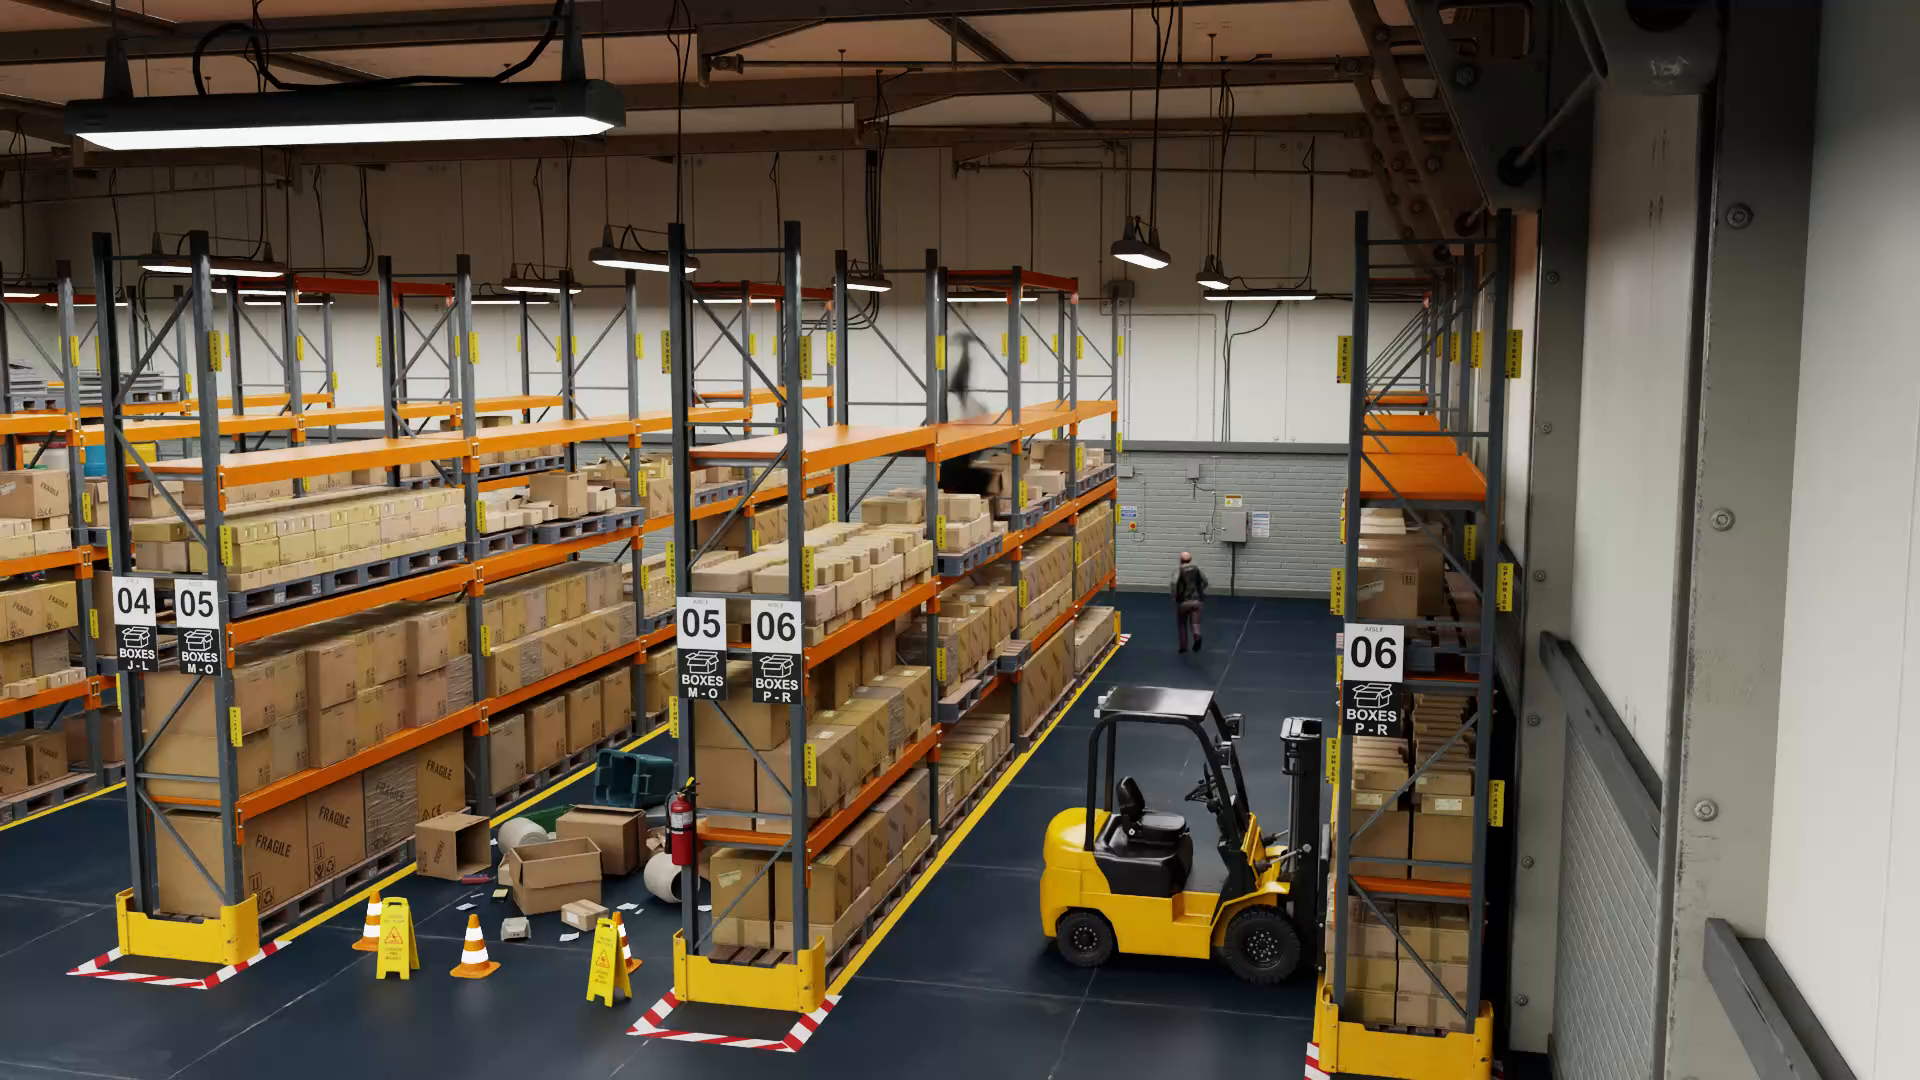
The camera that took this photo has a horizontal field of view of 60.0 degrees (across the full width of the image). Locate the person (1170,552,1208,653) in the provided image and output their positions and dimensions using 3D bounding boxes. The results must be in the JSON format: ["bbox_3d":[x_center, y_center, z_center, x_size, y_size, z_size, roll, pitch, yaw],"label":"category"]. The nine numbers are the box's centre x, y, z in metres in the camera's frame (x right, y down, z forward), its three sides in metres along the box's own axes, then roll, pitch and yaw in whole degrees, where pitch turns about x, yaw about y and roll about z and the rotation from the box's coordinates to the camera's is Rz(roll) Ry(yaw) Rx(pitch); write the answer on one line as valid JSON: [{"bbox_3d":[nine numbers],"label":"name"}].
[{"bbox_3d":[3.705,1.069,26.866,0.659,1.714,1.062,-1,7,-6],"label":"person"}]
